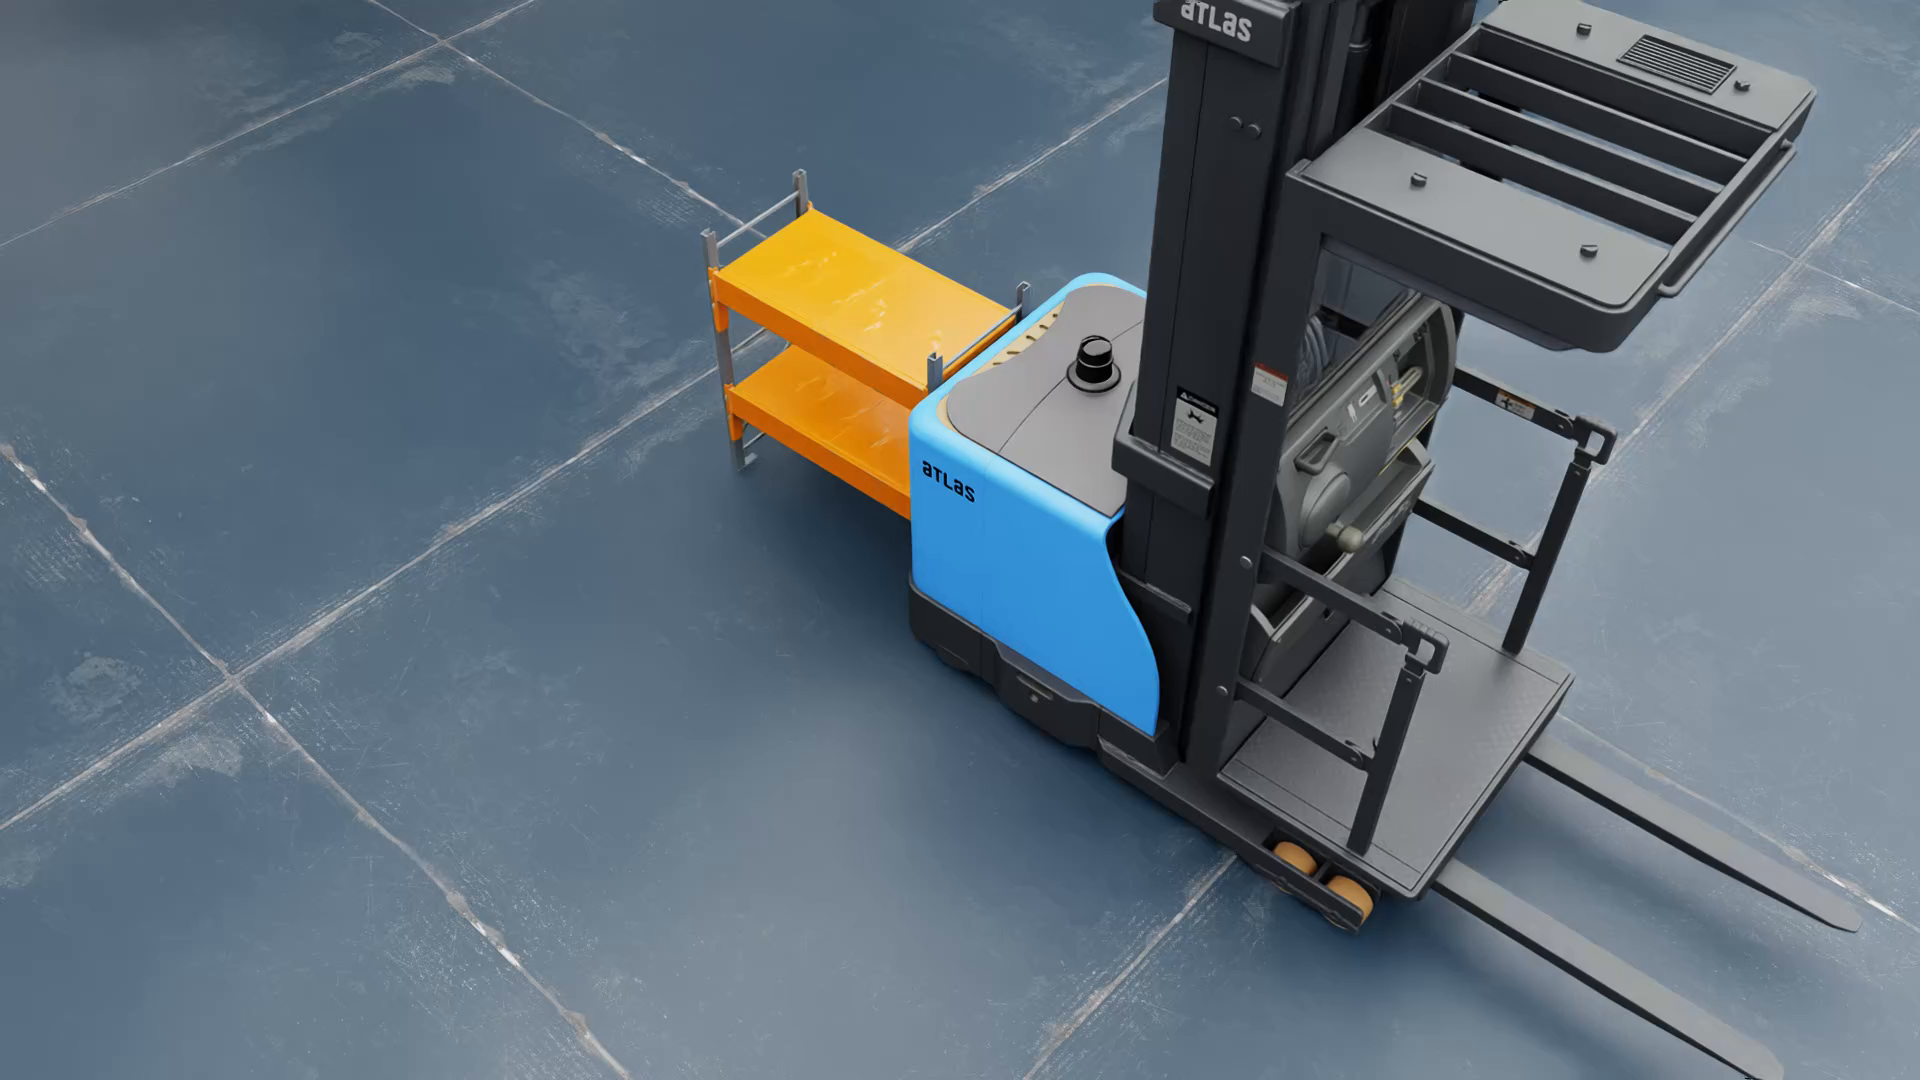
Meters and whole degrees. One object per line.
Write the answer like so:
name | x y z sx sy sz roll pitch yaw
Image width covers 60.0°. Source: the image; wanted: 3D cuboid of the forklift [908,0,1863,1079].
forklift | 1.281 -0.248 4.473 3.031 2.935 1.130 31 54 26

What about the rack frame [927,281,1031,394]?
rack frame | 0.065 -0.326 5.785 0.032 1.125 0.500 31 54 26

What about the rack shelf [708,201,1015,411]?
rack shelf | -0.327 -0.762 5.792 1.000 0.278 0.538 31 54 26

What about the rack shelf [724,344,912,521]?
rack shelf | -0.327 -0.394 6.184 1.000 0.278 0.538 31 54 26

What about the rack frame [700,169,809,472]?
rack frame | -0.719 -0.797 6.227 0.032 1.125 0.500 31 54 26

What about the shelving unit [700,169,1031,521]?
shelving unit | -0.327 -0.562 6.006 1.048 1.125 0.538 31 54 26
